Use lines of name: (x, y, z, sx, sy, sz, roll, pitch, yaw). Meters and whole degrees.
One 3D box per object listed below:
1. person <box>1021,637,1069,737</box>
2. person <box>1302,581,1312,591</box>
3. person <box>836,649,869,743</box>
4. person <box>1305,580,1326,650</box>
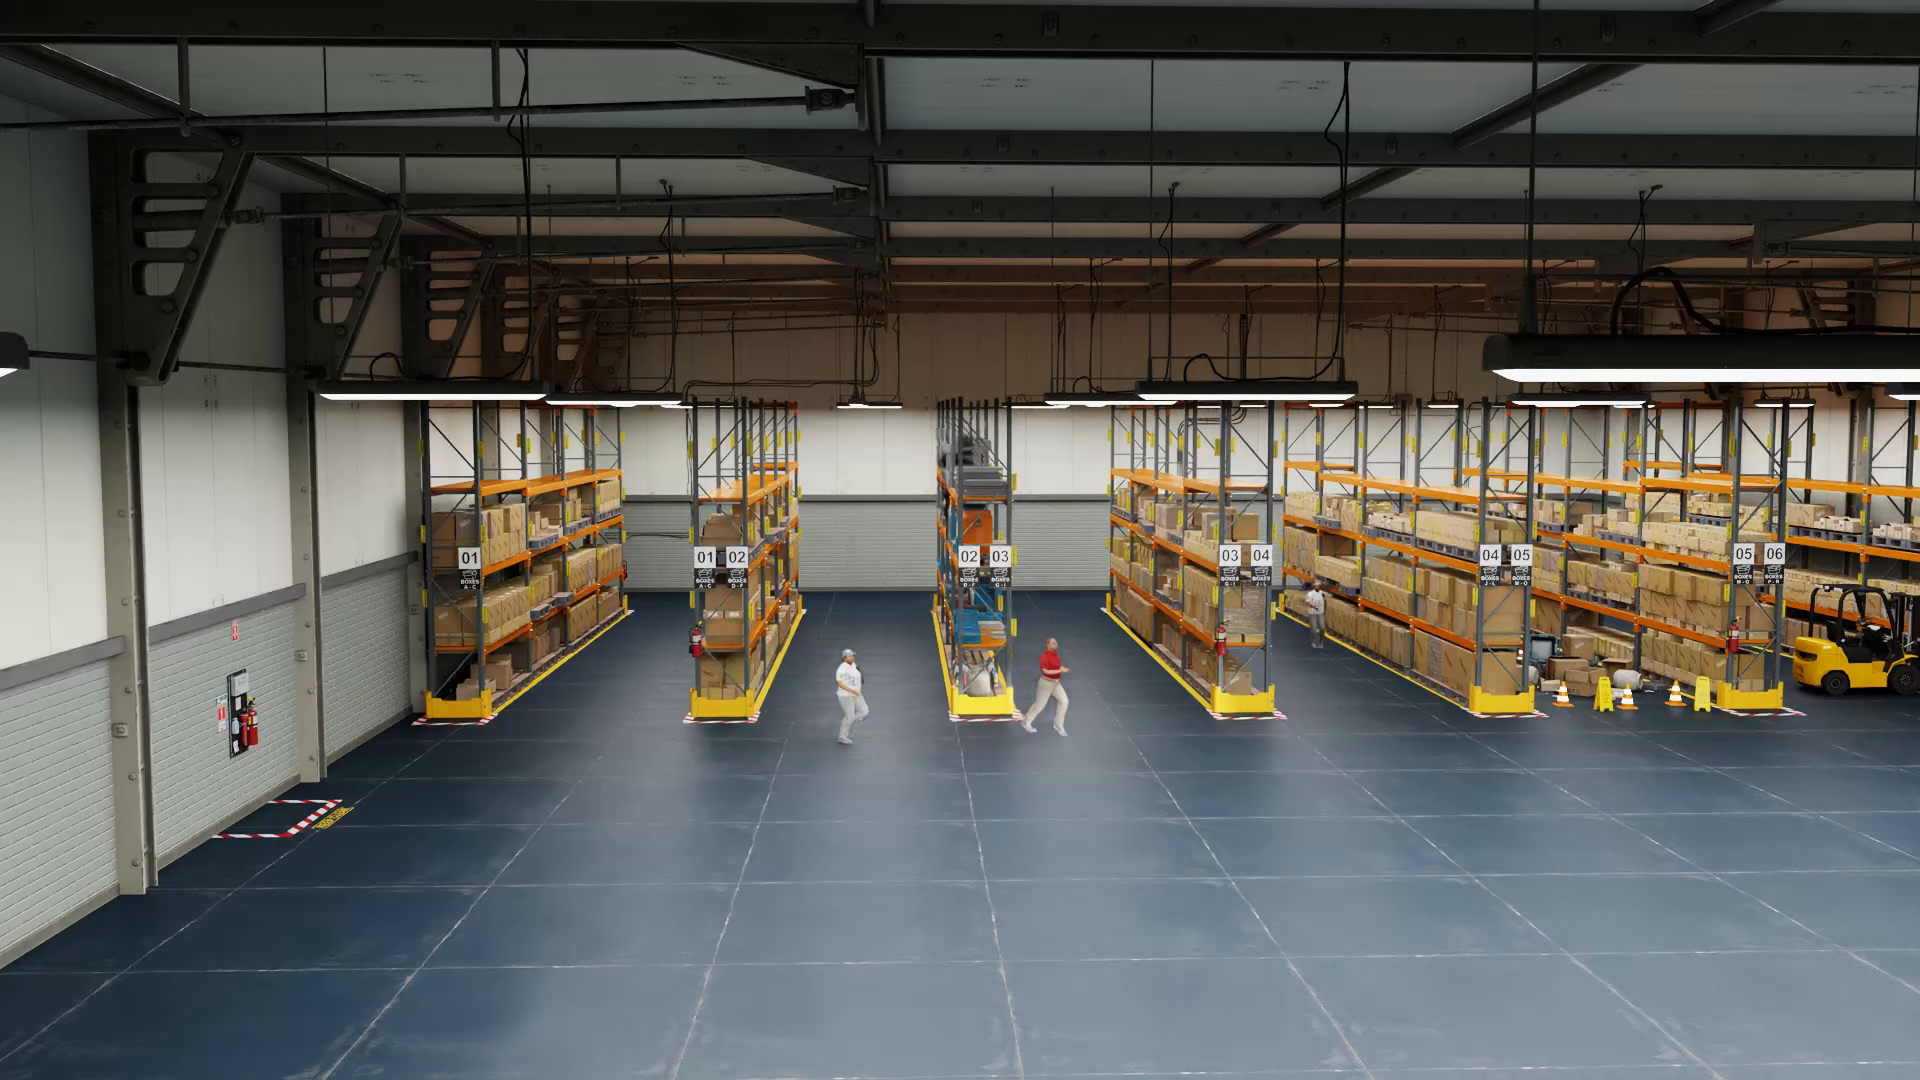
person: (1.556, 2.603, 29.417, 0.920, 1.789, 0.674, 3, 5, 34)
person: (10.451, 1.146, 48.896, 0.742, 1.668, 0.586, -1, 4, -9)
person: (-1.874, 2.694, 28.746, 0.527, 1.630, 0.617, 2, 5, 29)
person: (8.593, 1.802, 40.040, 0.567, 1.714, 0.677, 0, 4, -4)
